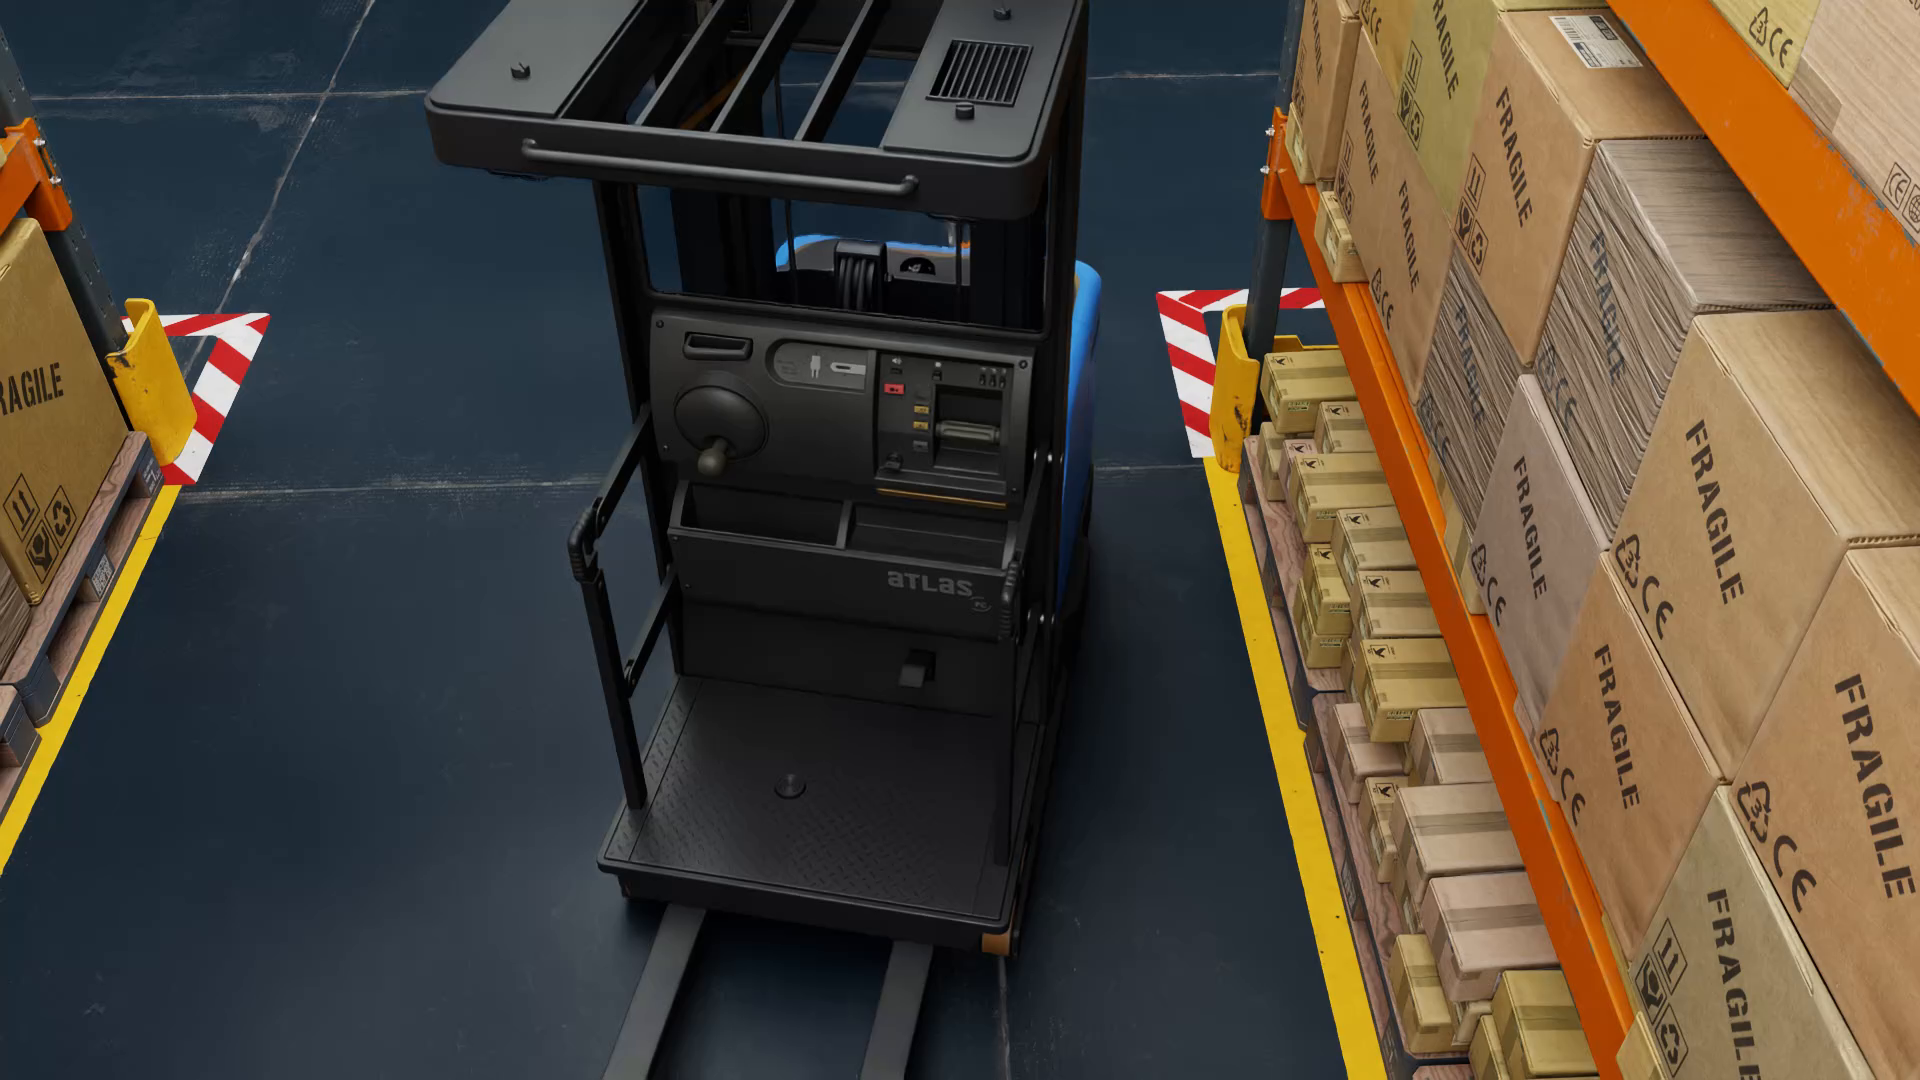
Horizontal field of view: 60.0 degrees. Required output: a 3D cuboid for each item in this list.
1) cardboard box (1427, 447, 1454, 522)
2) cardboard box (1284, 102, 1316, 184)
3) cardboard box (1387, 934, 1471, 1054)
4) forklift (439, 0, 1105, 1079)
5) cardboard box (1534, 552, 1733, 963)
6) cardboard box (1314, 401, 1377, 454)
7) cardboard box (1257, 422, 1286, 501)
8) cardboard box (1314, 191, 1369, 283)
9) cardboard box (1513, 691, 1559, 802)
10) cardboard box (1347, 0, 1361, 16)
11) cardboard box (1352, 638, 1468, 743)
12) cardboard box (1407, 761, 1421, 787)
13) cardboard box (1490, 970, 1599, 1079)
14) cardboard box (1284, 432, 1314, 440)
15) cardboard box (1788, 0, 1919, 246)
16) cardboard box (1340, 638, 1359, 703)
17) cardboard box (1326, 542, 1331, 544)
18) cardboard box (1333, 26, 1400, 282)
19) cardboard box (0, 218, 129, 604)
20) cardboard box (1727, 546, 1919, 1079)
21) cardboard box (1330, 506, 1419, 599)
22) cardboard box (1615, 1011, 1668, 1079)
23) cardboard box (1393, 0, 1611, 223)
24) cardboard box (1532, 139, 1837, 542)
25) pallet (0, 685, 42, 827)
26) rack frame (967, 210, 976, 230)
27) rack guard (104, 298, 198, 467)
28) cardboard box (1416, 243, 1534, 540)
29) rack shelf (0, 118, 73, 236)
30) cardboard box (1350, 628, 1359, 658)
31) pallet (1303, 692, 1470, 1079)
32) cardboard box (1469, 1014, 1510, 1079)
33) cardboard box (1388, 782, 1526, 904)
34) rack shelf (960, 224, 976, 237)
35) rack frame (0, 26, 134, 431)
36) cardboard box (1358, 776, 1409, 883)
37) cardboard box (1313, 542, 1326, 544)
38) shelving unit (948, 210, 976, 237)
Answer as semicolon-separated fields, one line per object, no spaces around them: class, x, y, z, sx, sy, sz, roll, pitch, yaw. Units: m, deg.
cardboard box;1.319;-0.156;3.886;0.380;0.149;0.250;0;43;0
cardboard box;1.202;-1.208;5.033;0.380;0.149;0.250;-2;43;-2
cardboard box;1.285;1.115;4.113;0.380;0.149;0.250;-2;43;-2
forklift;-0.316;-0.273;3.879;1.130;2.935;3.031;7;43;8
cardboard box;1.362;0.357;2.847;0.500;0.500;0.500;-3;43;-3
cardboard box;1.330;-0.305;5.222;0.380;0.149;0.250;-1;43;-1
cardboard box;1.218;-0.269;5.623;0.380;0.149;0.250;-1;43;-1
cardboard box;1.212;-0.854;4.647;0.380;0.149;0.250;-3;43;-3
cardboard box;1.340;0.369;3.314;0.380;0.149;0.250;-3;43;-4
cardboard box;1.270;-1.733;4.386;0.500;0.500;0.500;-2;43;-2
cardboard box;1.274;0.400;4.453;0.380;0.149;0.250;-1;43;-1
cardboard box;1.399;0.686;4.361;0.380;0.149;0.250;0;43;0
cardboard box;1.409;1.100;3.689;0.380;0.149;0.250;0;43;0
cardboard box;1.282;-0.381;5.524;0.380;0.149;0.250;0;43;0
cardboard box;1.385;-0.539;2.010;0.500;0.250;0.500;-2;43;-2
cardboard box;1.336;0.418;4.873;0.380;0.149;0.250;-2;43;-2
cardboard box;1.336;-0.031;5.143;0.380;0.149;0.250;-1;43;-1
cardboard box;1.307;-1.003;4.330;0.500;0.500;0.500;-2;43;-2
cardboard box;-3.337;-0.396;5.224;0.875;0.875;0.875;-2;43;-2
cardboard box;1.395;0.347;2.117;0.500;0.500;0.500;-3;43;-3
cardboard box;1.306;0.034;4.852;0.380;0.149;0.250;-4;43;-4
cardboard box;1.320;0.908;2.726;0.380;0.149;0.250;-3;43;-3
cardboard box;1.297;-1.040;3.631;0.500;0.500;0.500;-3;43;-3
cardboard box;1.361;-0.347;2.875;0.500;0.500;0.500;-1;43;-1
pallet;-3.283;0.933;4.576;1.003;0.211;1.213;-2;43;-2
rack frame;0.105;-0.741;5.782;0.200;1.050;0.008;7;43;8
rack guard;-3.445;-0.549;5.979;1.175;0.500;0.348;-2;43;-2
cardboard box;1.343;-0.328;3.594;0.500;0.500;0.500;-3;43;-3
rack shelf;-3.359;0.161;3.887;1.077;0.370;4.000;-2;43;-2
cardboard box;1.344;0.321;4.759;0.380;0.149;0.250;-4;43;-4
pallet;1.567;0.922;4.588;1.003;0.211;1.213;-2;43;-2
cardboard box;1.389;1.220;3.778;0.380;0.149;0.250;-1;43;-1
cardboard box;1.282;0.738;4.084;0.380;0.149;0.250;-3;43;-3
rack shelf;0.083;-0.861;5.509;0.215;0.259;0.240;7;43;8
rack frame;-3.444;-1.454;5.116;1.000;3.000;0.127;-2;43;-2
cardboard box;1.297;0.775;4.484;0.380;0.149;0.250;-2;43;-2
cardboard box;1.328;0.073;5.250;0.380;0.149;0.250;-1;43;-1
shelving unit;0.083;-0.660;5.693;0.215;1.050;0.252;7;43;8
